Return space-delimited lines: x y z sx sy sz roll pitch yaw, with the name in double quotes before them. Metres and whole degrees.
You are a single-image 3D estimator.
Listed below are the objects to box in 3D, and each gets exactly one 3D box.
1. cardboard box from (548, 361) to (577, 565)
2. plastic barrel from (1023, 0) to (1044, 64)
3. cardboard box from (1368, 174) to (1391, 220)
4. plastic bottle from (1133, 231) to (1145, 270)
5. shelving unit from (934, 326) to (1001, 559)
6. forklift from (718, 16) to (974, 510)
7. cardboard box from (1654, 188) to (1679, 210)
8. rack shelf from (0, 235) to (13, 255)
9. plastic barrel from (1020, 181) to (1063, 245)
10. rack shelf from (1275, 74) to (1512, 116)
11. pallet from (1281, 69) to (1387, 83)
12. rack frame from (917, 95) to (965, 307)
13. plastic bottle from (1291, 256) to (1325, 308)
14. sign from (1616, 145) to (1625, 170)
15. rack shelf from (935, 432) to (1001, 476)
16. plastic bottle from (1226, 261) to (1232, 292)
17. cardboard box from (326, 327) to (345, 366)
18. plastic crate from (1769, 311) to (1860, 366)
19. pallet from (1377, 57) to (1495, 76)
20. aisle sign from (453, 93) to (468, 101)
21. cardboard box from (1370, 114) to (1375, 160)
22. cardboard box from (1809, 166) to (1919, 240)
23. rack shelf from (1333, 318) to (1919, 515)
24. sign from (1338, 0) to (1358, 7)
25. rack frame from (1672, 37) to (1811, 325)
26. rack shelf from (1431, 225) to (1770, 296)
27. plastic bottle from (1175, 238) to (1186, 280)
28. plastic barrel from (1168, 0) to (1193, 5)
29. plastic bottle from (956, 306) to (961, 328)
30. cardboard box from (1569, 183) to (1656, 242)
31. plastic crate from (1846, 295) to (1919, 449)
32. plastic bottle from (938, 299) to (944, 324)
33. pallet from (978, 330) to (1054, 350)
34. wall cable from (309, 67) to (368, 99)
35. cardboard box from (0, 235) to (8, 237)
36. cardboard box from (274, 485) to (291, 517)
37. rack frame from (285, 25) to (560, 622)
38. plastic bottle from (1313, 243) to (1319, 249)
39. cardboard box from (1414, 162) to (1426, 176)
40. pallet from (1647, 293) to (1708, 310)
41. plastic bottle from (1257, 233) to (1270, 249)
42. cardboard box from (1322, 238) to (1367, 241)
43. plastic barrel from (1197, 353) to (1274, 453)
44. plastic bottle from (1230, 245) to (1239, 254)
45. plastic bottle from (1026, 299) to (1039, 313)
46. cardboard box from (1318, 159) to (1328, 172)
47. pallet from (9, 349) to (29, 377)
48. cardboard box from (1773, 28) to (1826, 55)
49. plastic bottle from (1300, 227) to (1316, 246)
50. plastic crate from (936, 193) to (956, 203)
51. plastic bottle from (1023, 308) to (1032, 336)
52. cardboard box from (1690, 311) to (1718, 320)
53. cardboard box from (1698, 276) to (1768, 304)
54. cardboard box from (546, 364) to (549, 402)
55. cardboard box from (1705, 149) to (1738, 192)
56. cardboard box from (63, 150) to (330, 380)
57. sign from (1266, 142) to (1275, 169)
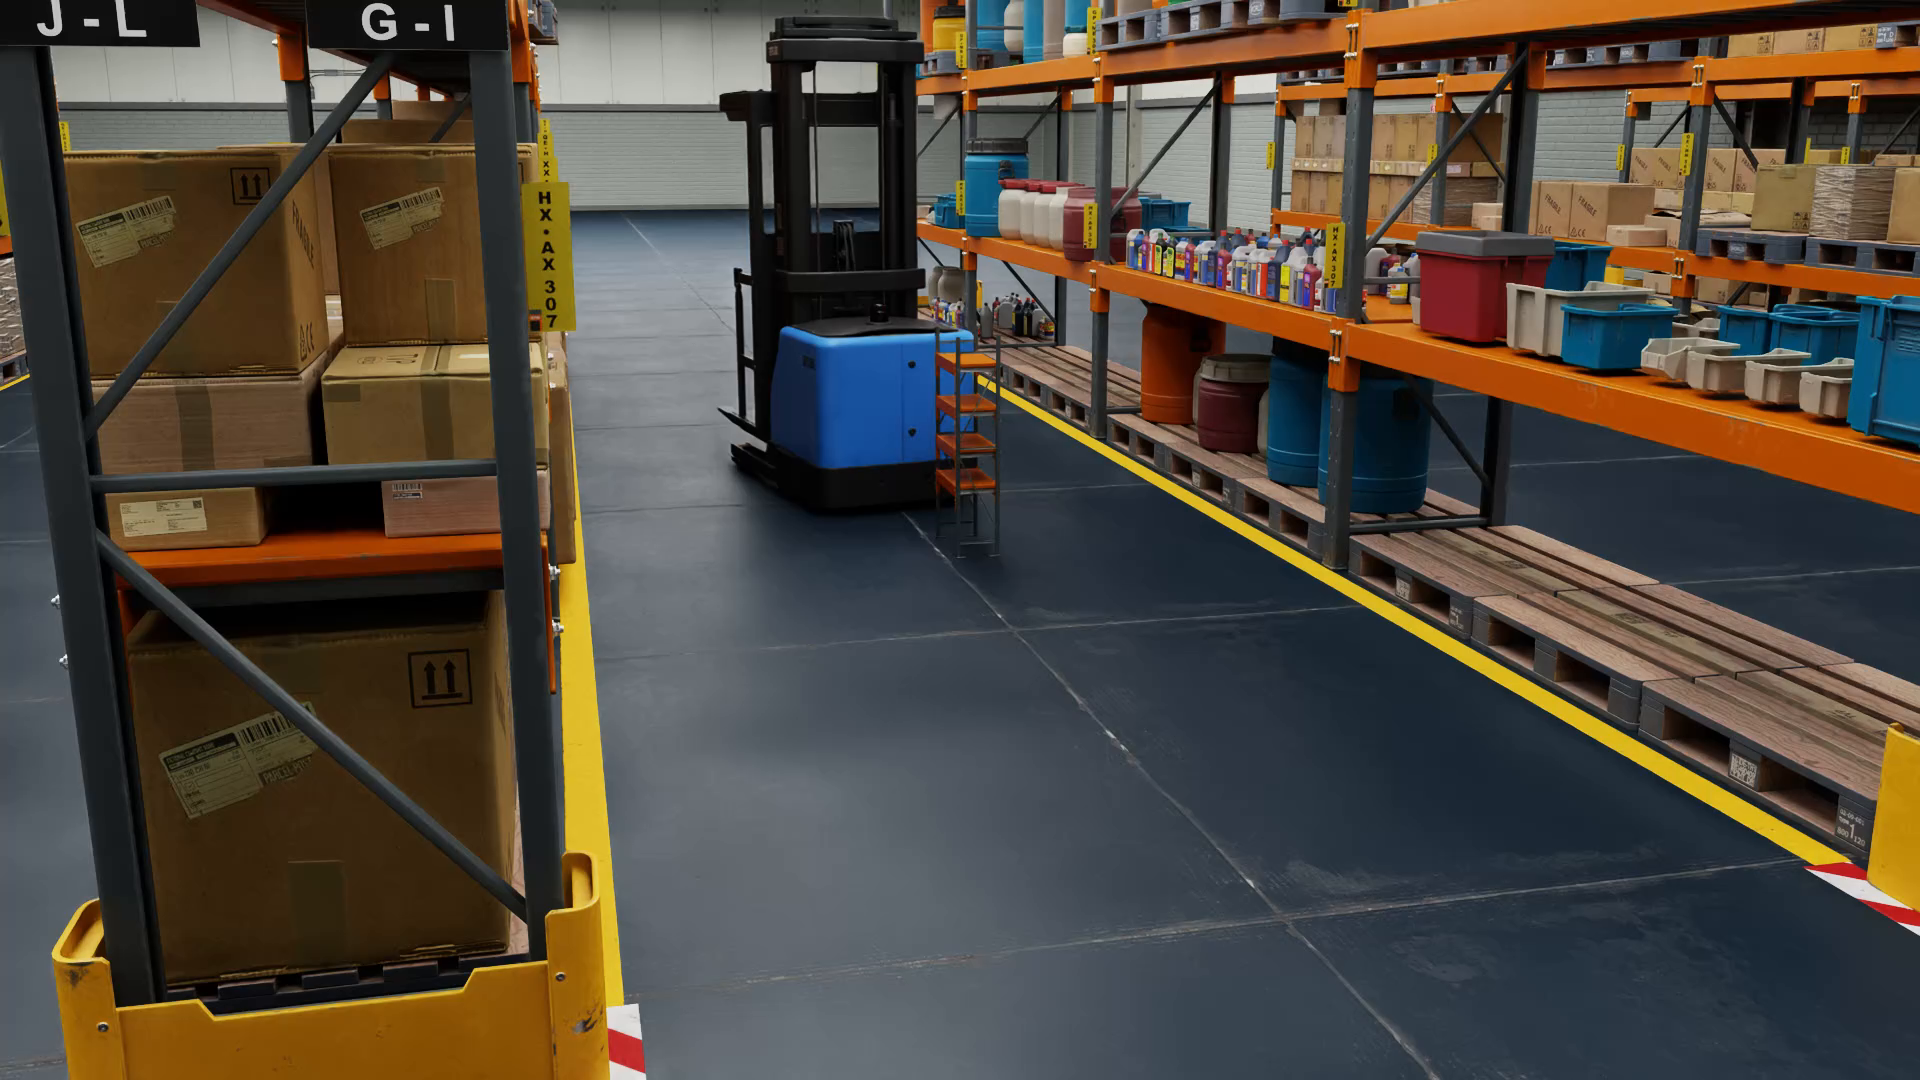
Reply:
"cardboard box" -2.556 -0.375 8.236 1.225 0.875 0.875 -3 14 -13
"plastic barrel" 0.880 -4.774 15.271 0.600 0.901 0.708 -3 14 -13
"cardboard box" 5.011 -3.842 18.621 0.700 0.500 0.500 -3 14 -12
"plastic bottle" 1.277 -2.047 11.758 0.097 0.271 0.097 0 14 0
"shelving unit" 0.039 -0.545 9.128 0.258 1.200 0.503 -3 14 -13
"forklift" -0.930 -1.914 11.085 1.130 2.935 3.031 -6 15 -22
"cardboard box" 9.182 -4.341 21.150 0.500 0.250 0.500 -4 14 -15
"rack shelf" -9.579 -2.761 15.925 1.077 0.370 4.000 -3 14 -13
"plastic barrel" 0.734 -2.843 14.455 0.433 0.535 0.433 0 14 0
"rack shelf" 4.896 -5.023 18.862 1.077 0.370 4.000 -3 14 -13
"pallet" 4.567 -5.626 20.002 1.003 0.211 1.213 -3 14 -13
"rack frame" -0.390 -4.101 19.895 1.000 3.000 0.127 -3 14 -13
"plastic bottle" 1.936 -1.430 9.222 0.152 0.276 0.135 -3 14 -13
"sign" 8.713 -5.044 21.928 0.100 0.325 0.005 -3 14 -13
"rack shelf" 0.039 -0.479 9.144 0.258 0.148 0.480 -3 14 -13
"plastic bottle" 1.678 -1.620 10.156 0.097 0.201 0.097 0 14 0
"cardboard box" -1.937 -0.420 4.515 0.500 0.250 0.500 -4 14 -14
"plastic crate" 3.321 -0.737 6.351 0.416 0.233 0.300 -3 14 -13
"pallet" 5.140 -5.063 17.698 1.003 0.211 1.213 -3 14 -13
"aisle sign" -5.510 -5.086 18.446 0.394 0.787 0.004 -3 14 -13
"cardboard box" 4.901 -4.582 18.918 0.700 0.500 0.500 -3 14 -13
"cardboard box" 6.591 -2.423 11.929 0.700 0.500 0.500 -1 14 -3
"rack shelf" 2.898 -0.522 6.760 1.077 0.370 4.000 -3 14 -13
"sign" 1.893 -2.764 8.083 0.100 0.325 0.005 -3 14 -13
"rack frame" 6.305 -2.531 13.467 1.000 3.000 0.127 -3 14 -13
"rack shelf" 5.835 -2.643 15.441 1.077 0.370 4.000 -3 14 -13
"plastic bottle" 1.471 -1.857 10.977 0.097 0.271 0.097 0 14 0
"plastic barrel" 1.515 -3.584 10.900 0.294 0.245 0.294 0 14 0
"plastic bottle" -0.006 -2.285 17.256 0.061 0.283 0.133 -2 14 -9
"cardboard box" 5.895 -2.966 15.036 0.500 0.500 0.500 -4 14 -16
"plastic crate" 3.108 -0.524 5.049 0.616 0.435 0.499 -3 14 -13
"plastic bottle" -0.186 -2.475 18.059 0.097 0.271 0.097 0 14 0
"pallet" 0.433 -1.981 17.092 1.003 0.211 1.213 -3 14 -13
"wall cable" -17.594 -15.551 46.951 2.305 6.003 0.169 -3 14 -13
"cardboard box" -9.372 -3.064 15.330 0.875 0.550 0.550 -3 14 -13
"cardboard box" -1.913 -0.136 4.192 0.380 0.149 0.250 -3 14 -13
"rack frame" -2.386 -1.057 7.434 1.000 3.000 0.127 -3 14 -13
"plastic bottle" 2.232 -1.731 10.463 0.097 0.271 0.097 0 14 0
"cardboard box" 5.037 -3.926 17.597 0.380 0.149 0.250 -4 14 -14
"pallet" 9.415 -3.092 21.639 1.003 0.211 1.213 -3 14 -13
"plastic bottle" 2.108 -1.998 11.556 0.097 0.271 0.097 0 14 0
"cardboard box" 4.841 -3.502 20.770 0.500 0.500 0.500 -3 14 -13
"plastic barrel" 1.886 -0.916 11.052 0.600 0.588 0.708 -3 14 -13
"plastic bottle" 1.705 -1.688 10.288 0.097 0.271 0.097 0 14 0
"plastic bottle" 0.764 -2.315 17.237 0.144 0.351 0.185 -3 14 -12
"cardboard box" 4.488 -4.461 19.789 0.380 0.149 0.250 -4 14 -14
"pallet" -9.502 -1.757 16.172 1.003 0.211 1.213 -3 14 -13
"cardboard box" 6.560 -3.820 12.213 0.910 0.500 0.500 -3 14 -13
"plastic bottle" 2.264 -1.860 10.823 0.144 0.351 0.185 -3 14 -13
"plastic crate" 0.019 -3.930 19.508 0.499 0.251 0.616 -3 14 -13
"plastic bottle" 0.695 -2.238 17.063 0.061 0.283 0.133 -3 14 -13
"cardboard box" 6.467 -1.809 14.239 0.500 0.311 0.500 -3 14 -11
"cardboard box" 9.573 -3.185 20.483 0.700 0.500 0.500 -4 14 -17
"cardboard box" -1.635 -0.528 5.796 0.380 0.149 0.250 -3 14 -12
"cardboard box" 9.415 -4.475 20.119 0.500 0.500 0.500 -3 14 -11
"cardboard box" -1.816 -0.668 3.950 0.500 0.500 0.500 -3 14 -12
"sign" 3.885 -4.806 20.788 0.100 0.325 0.005 -3 14 -13
